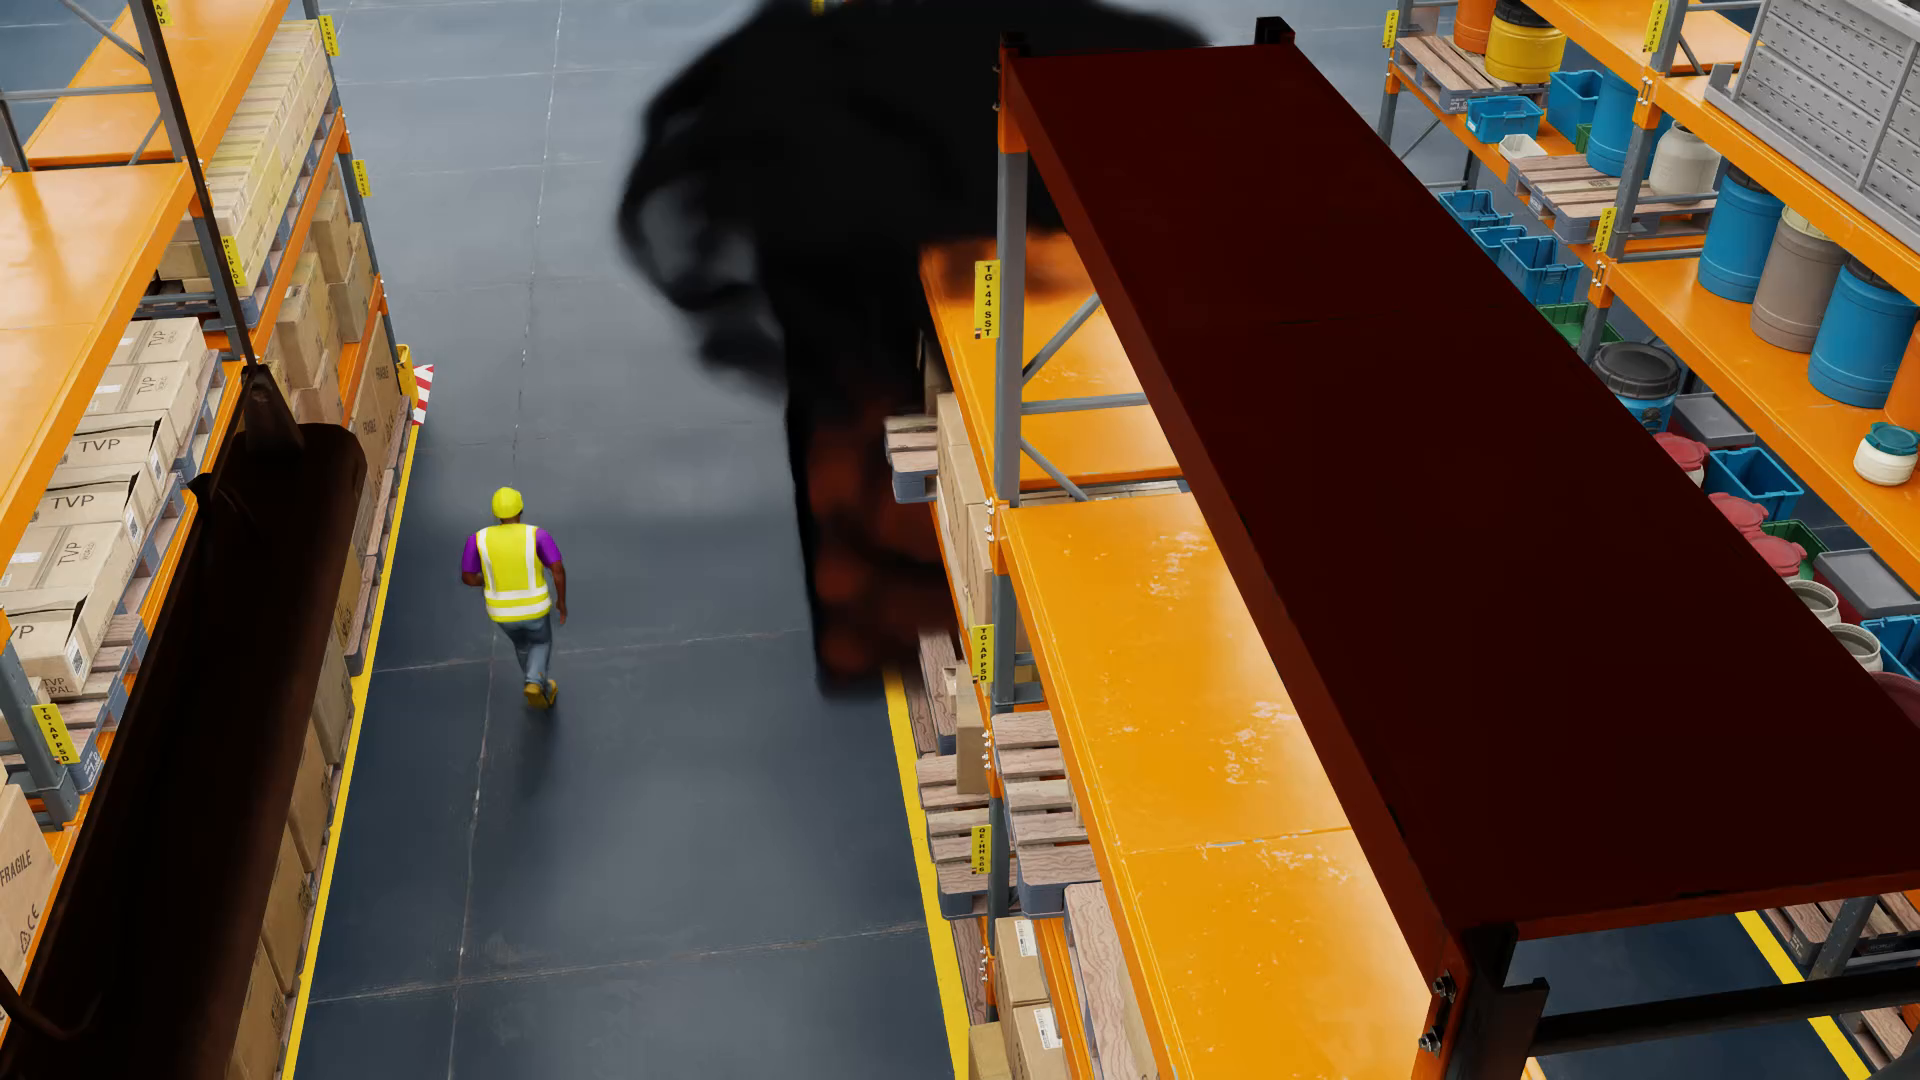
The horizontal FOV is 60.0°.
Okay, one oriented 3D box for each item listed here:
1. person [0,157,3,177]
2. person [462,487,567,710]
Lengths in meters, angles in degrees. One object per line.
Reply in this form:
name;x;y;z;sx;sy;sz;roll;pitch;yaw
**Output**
person;-9.594;-3.325;16.638;0.792;1.687;0.577;-22;41;-27
person;-3.007;0.493;11.394;0.696;1.691;0.819;-6;37;-9
